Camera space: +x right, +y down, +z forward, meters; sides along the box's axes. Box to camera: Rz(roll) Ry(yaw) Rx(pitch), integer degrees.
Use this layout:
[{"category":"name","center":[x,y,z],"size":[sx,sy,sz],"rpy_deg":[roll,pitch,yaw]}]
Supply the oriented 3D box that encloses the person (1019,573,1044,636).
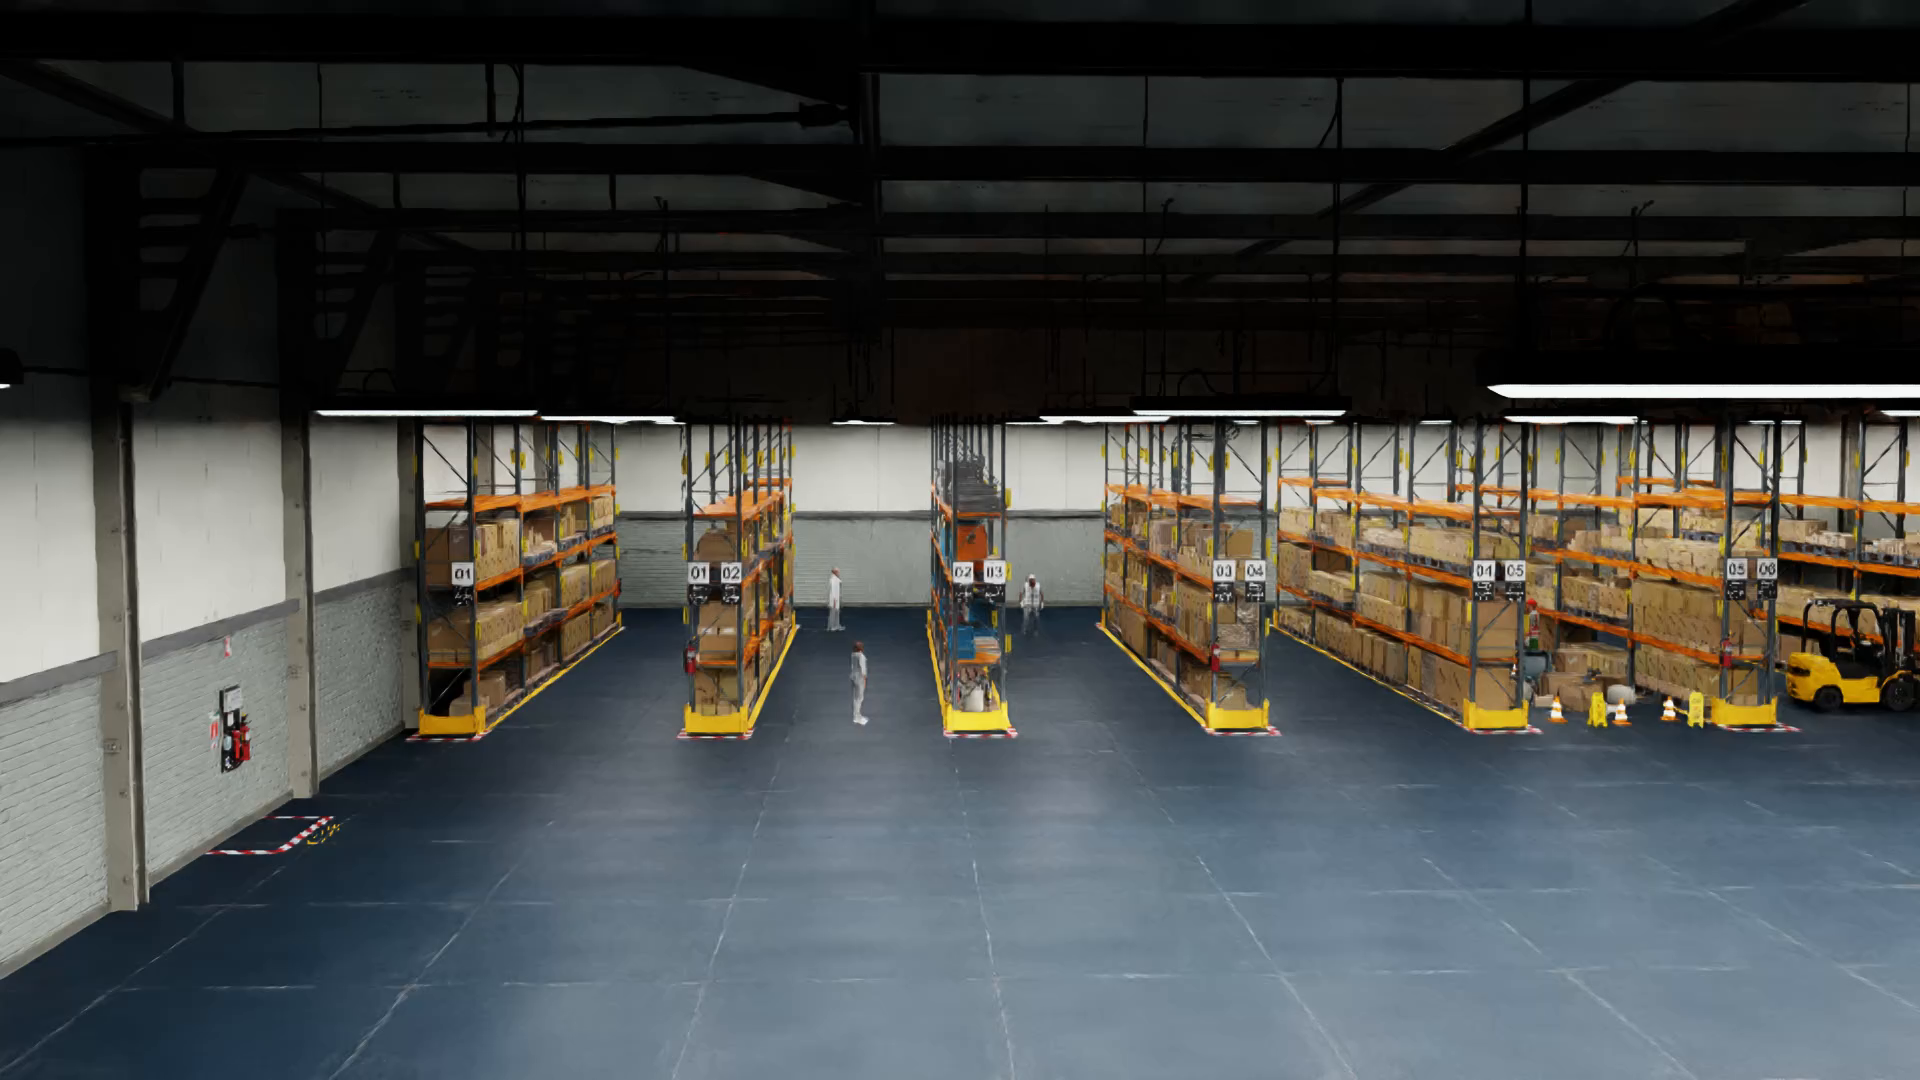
[{"category":"person","center":[1.954,1.770,45.490],"size":[0.702,1.735,0.549],"rpy_deg":[0,4,-4]}]

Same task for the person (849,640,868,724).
[{"category":"person","center":[-1.930,2.727,32.102],"size":[0.406,1.600,0.468],"rpy_deg":[-2,5,-33]}]

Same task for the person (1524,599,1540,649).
[{"category":"person","center":[13.025,2.229,38.009],"size":[0.571,1.786,0.642],"rpy_deg":[2,4,24]}]

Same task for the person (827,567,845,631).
[{"category":"person","center":[-3.482,1.644,46.610],"size":[0.447,1.784,0.651],"rpy_deg":[1,4,10]}]
